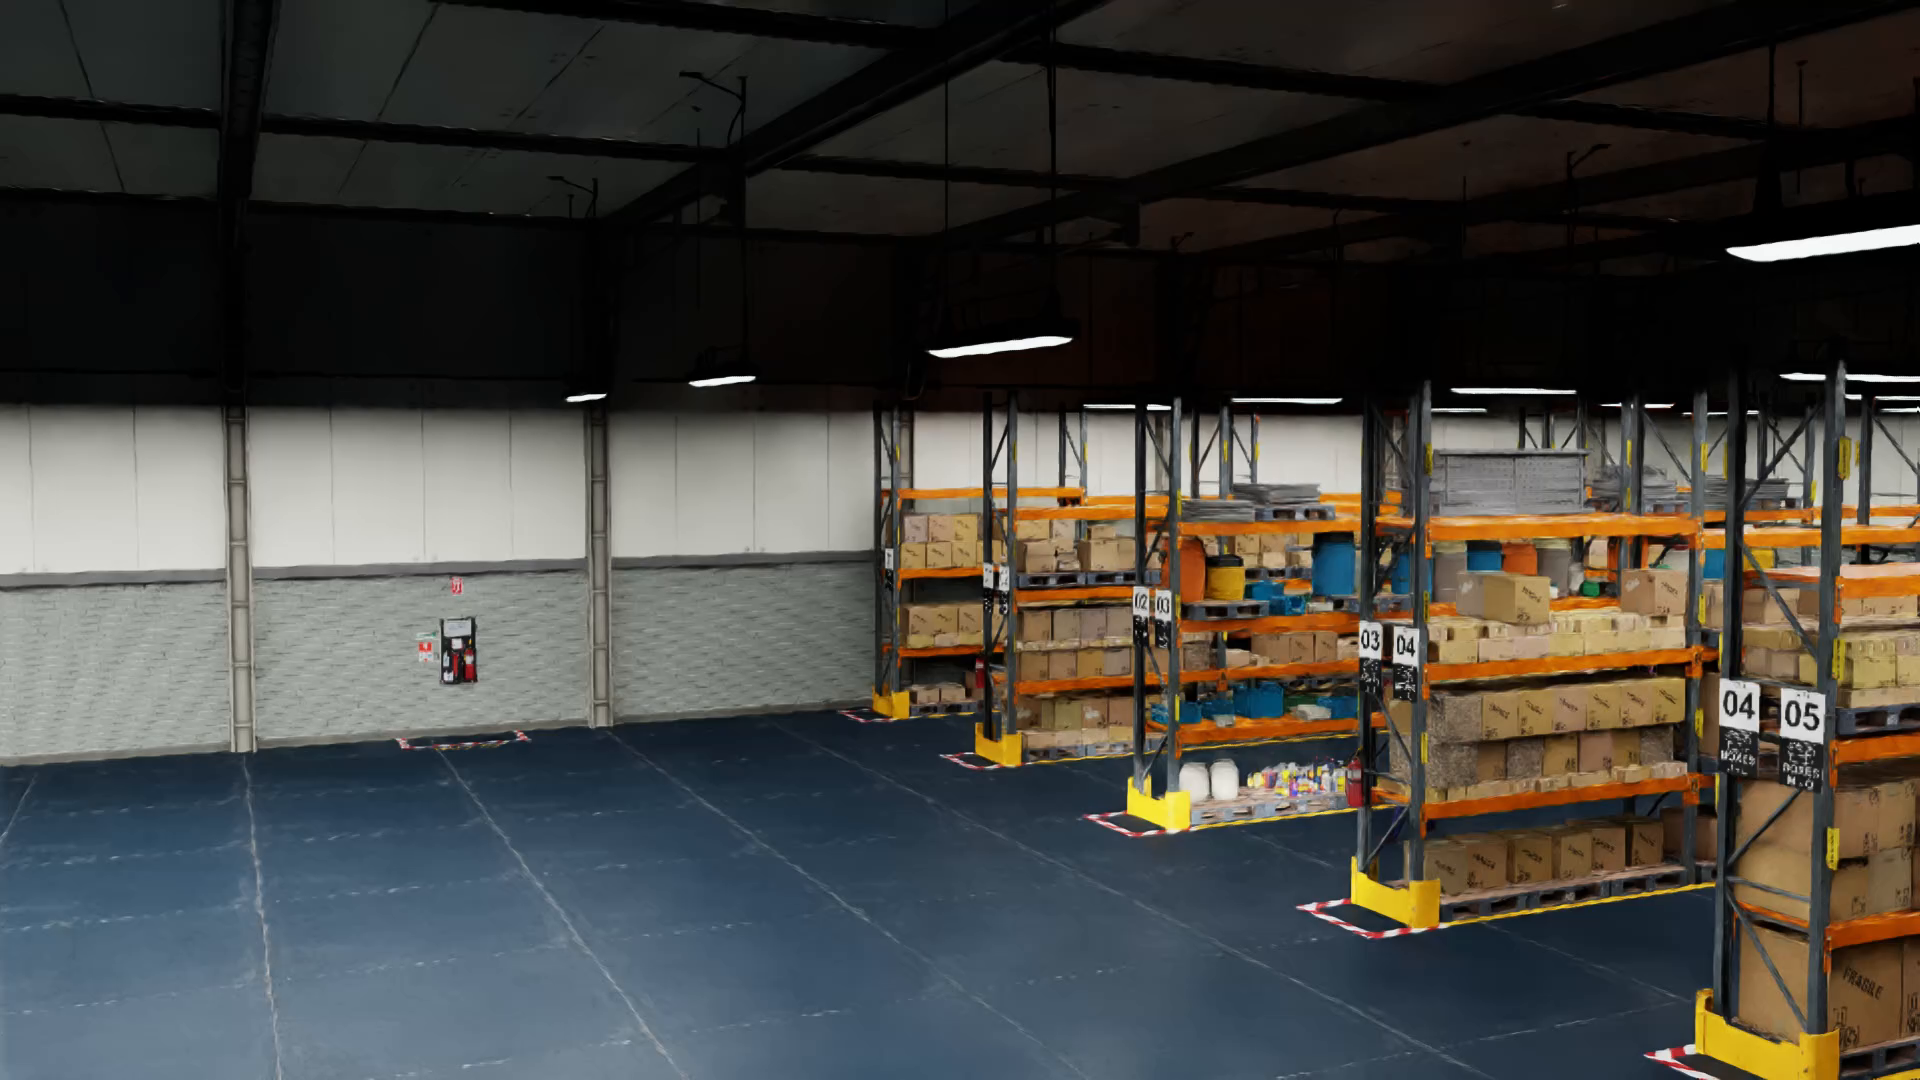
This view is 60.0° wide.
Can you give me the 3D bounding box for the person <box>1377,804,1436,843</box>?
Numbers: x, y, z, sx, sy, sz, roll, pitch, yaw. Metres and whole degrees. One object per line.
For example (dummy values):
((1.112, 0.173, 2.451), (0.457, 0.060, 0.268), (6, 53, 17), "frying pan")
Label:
((5.802, 3.106, 21.663), (1.090, 1.567, 0.479), (-1, 4, -22), "person")
